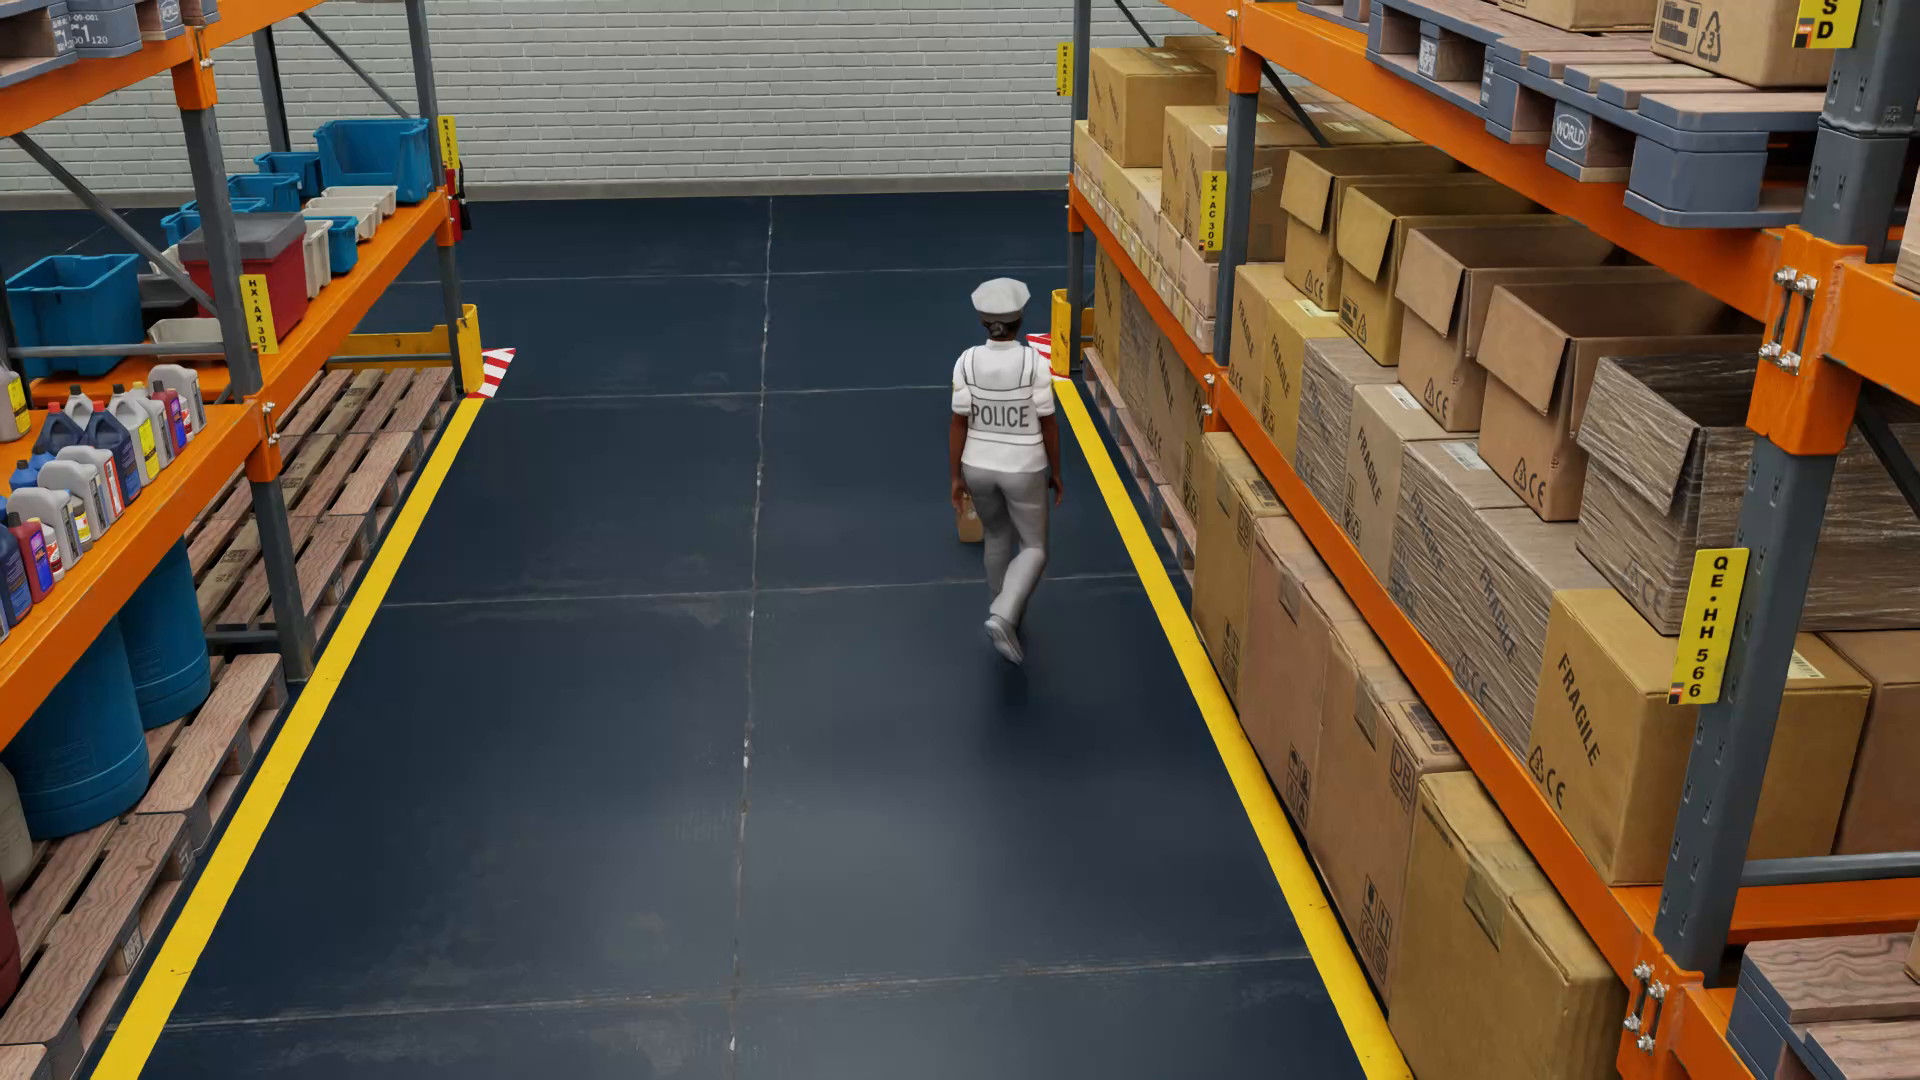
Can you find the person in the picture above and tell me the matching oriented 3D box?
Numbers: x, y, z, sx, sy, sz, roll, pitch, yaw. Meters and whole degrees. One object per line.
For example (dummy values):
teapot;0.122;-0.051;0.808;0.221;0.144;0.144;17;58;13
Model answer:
person;0.199;-0.414;7.473;0.497;1.687;0.438;5;24;10
